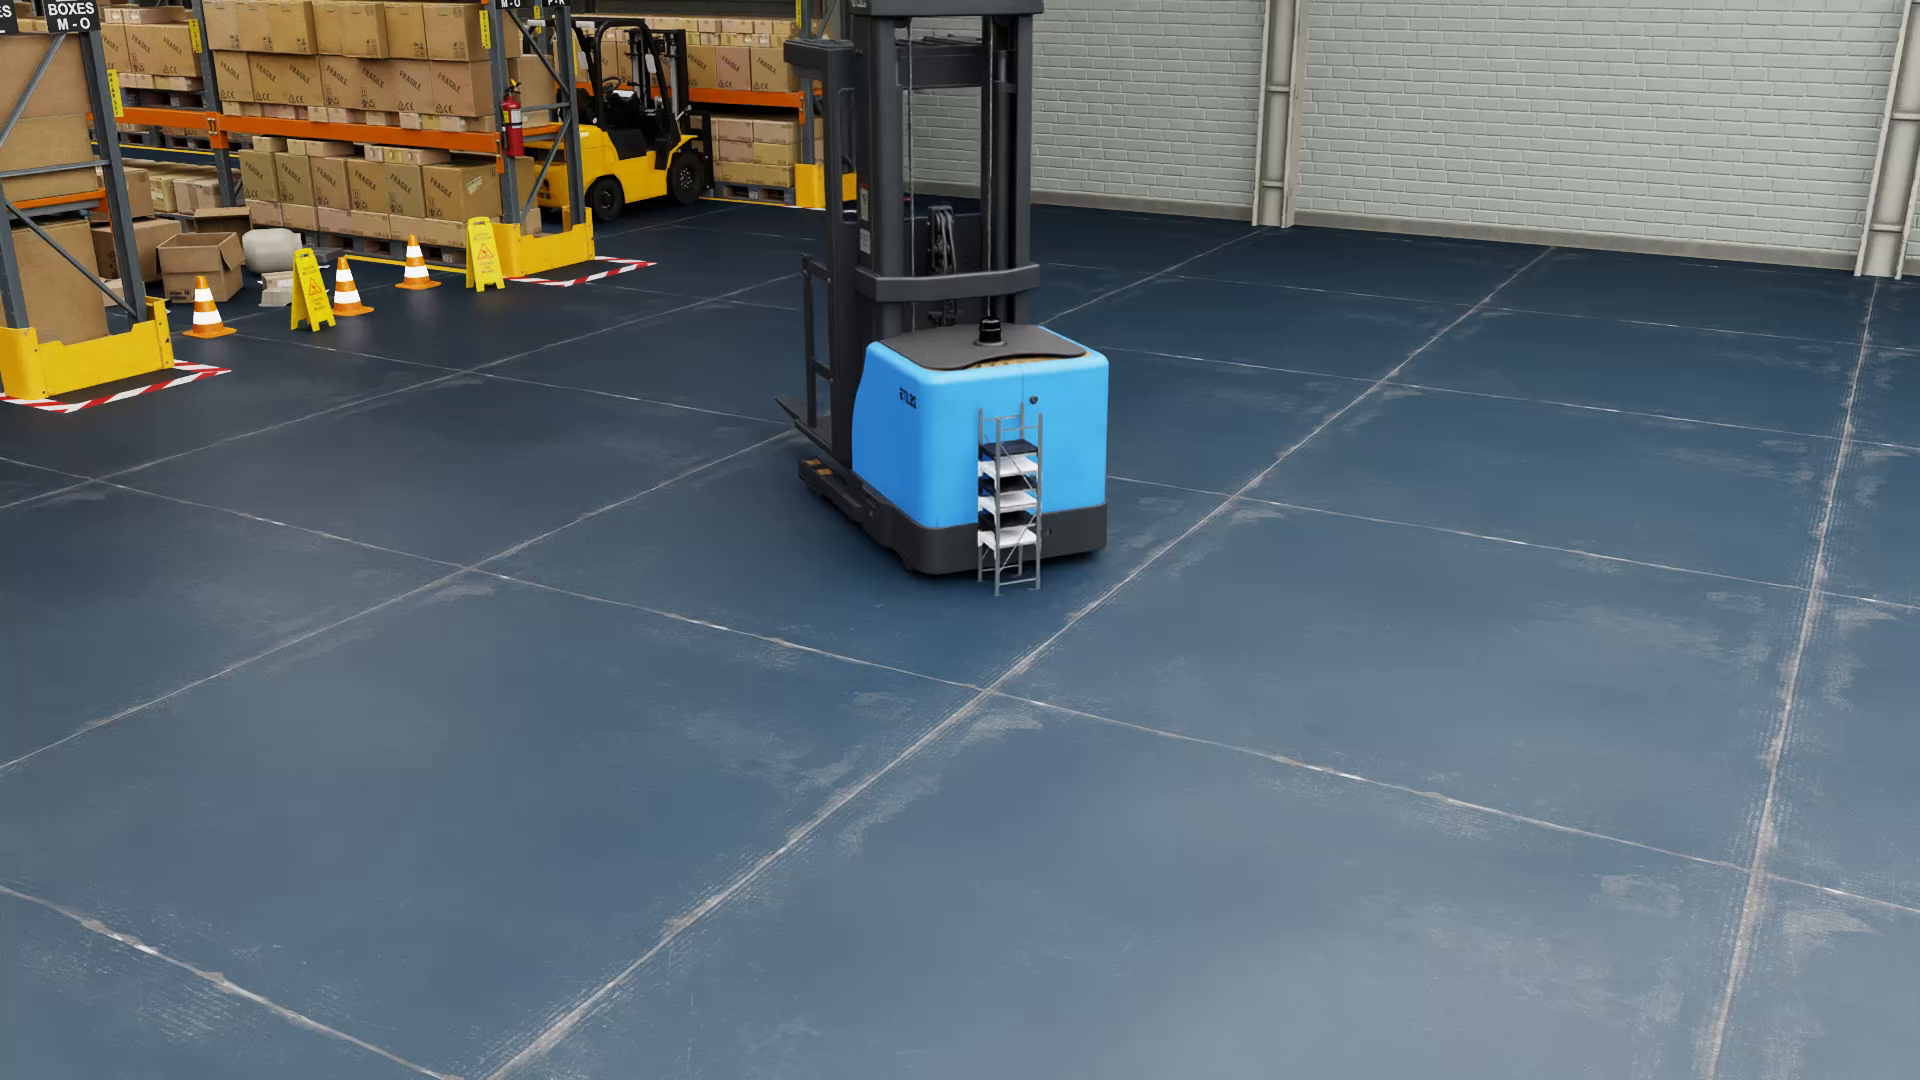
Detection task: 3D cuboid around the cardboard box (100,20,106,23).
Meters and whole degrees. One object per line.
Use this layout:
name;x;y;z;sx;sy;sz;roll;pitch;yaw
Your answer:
cardboard box;-9.336;-5.383;18.106;0.500;0.500;0.500;10;22;25

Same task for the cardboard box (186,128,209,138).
cardboard box;-11.267;-6.331;24.970;0.500;0.500;0.500;10;22;27

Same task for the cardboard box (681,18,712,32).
cardboard box;-3.151;-6.217;20.072;0.250;0.149;0.380;11;23;28

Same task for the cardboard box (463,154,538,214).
cardboard box;-4.581;-3.546;16.558;0.500;0.500;0.500;10;22;26

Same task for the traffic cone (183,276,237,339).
traffic cone;-6.087;-1.896;13.414;0.334;0.463;0.336;11;23;27

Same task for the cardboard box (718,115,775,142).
cardboard box;-2.576;-4.988;20.168;0.500;0.250;0.500;11;23;28

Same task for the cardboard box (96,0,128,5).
cardboard box;-13.219;-8.291;26.006;0.500;0.500;0.500;10;22;26

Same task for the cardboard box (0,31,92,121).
cardboard box;-6.621;-3.229;11.565;0.550;0.550;0.875;11;23;27

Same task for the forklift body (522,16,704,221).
forklift body;-4.118;-4.920;19.273;1.214;2.155;2.313;11;23;27

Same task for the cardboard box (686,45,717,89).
cardboard box;-3.027;-5.771;20.230;0.500;0.500;0.500;10;22;26

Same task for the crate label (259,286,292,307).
crate label;-5.956;-2.135;14.550;0.298;0.136;0.250;0;20;-1

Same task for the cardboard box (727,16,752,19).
cardboard box;-2.662;-6.333;20.390;0.250;0.149;0.380;12;23;29

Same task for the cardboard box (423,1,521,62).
cardboard box;-4.543;-4.745;15.498;0.500;0.500;0.700;10;22;26

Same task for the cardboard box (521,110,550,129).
cardboard box;-4.186;-4.068;16.050;0.250;0.149;0.380;11;23;28

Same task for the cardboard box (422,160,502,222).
cardboard box;-4.817;-3.381;16.104;0.500;0.500;0.500;11;23;28

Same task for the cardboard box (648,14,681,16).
cardboard box;-3.737;-6.574;21.055;0.250;0.149;0.380;10;22;26

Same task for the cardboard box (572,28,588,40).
cardboard box;-4.688;-6.390;20.983;0.250;0.149;0.380;11;23;29

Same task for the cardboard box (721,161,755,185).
cardboard box;-2.567;-4.521;20.346;0.500;0.250;0.500;11;23;27

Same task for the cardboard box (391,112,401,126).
cardboard box;-5.304;-4.125;16.206;0.250;0.149;0.380;11;23;28

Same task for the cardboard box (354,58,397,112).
cardboard box;-5.469;-4.432;16.102;0.500;0.500;0.500;11;23;27

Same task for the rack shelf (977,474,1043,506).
rack shelf;0.241;-0.247;8.060;0.258;0.077;0.200;-8;22;-22

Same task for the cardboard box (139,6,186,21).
cardboard box;-8.719;-5.756;18.184;0.250;0.149;0.380;12;23;30

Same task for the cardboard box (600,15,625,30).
cardboard box;-4.257;-6.432;20.665;0.250;0.149;0.380;11;23;28

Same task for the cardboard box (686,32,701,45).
cardboard box;-3.144;-6.079;20.126;0.250;0.149;0.380;11;23;28

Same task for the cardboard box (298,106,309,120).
cardboard box;-6.424;-4.319;16.742;0.250;0.149;0.380;11;23;27

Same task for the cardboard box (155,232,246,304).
cardboard box;-6.758;-2.433;14.834;0.637;0.503;0.797;-4;20;-10

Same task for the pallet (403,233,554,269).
pallet;-4.749;-2.915;16.593;1.213;0.211;1.003;11;23;27

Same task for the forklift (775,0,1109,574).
forklift;-0.292;-1.674;9.181;1.130;2.935;3.031;-8;22;-22

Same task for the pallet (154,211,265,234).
pallet;-8.163;-3.551;18.346;1.213;0.211;1.003;11;23;27

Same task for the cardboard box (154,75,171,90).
cardboard box;-8.288;-4.865;17.631;0.250;0.149;0.380;10;22;26

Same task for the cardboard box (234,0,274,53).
cardboard box;-6.769;-5.161;16.645;0.500;0.500;0.700;11;23;28

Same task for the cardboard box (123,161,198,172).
cardboard box;-9.179;-4.016;18.774;0.625;0.372;0.950;12;23;29

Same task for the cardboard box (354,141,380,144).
cardboard box;-8.019;-5.850;23.460;0.625;0.625;0.875;12;23;29

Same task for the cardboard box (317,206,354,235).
cardboard box;-6.163;-3.287;16.944;0.500;0.250;0.500;10;22;27

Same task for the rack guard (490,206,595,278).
rack guard;-4.057;-2.906;16.142;0.348;0.500;1.175;11;23;27

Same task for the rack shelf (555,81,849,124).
rack shelf;-3.319;-5.541;20.796;4.000;0.370;1.077;11;23;27

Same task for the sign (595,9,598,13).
sign;-4.796;-6.821;21.885;0.005;0.325;0.100;11;23;27

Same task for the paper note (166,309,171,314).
paper note;-6.821;-1.940;14.172;0.144;0.017;0.142;-16;26;-38

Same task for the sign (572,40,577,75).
sign;-3.726;-4.637;15.979;0.005;0.325;0.100;11;23;27

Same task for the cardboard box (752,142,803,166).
cardboard box;-2.150;-4.674;20.035;0.500;0.250;0.500;10;22;27

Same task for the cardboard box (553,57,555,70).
cardboard box;-5.632;-6.147;21.632;0.500;0.250;0.500;11;23;29

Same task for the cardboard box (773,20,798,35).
cardboard box;-1.988;-6.035;19.569;0.250;0.149;0.380;11;23;27

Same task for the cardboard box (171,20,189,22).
cardboard box;-8.614;-5.450;18.293;0.500;0.500;0.500;11;22;27

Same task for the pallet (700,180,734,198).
pallet;-3.322;-4.554;21.108;1.213;0.211;1.003;11;23;27

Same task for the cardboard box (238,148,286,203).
cardboard box;-7.099;-3.812;17.292;0.500;0.500;0.500;12;23;30

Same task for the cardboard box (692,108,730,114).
cardboard box;-3.214;-5.313;21.064;0.500;0.250;0.500;10;22;26

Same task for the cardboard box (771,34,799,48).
cardboard box;-2.012;-5.873;19.558;0.250;0.149;0.380;11;23;28

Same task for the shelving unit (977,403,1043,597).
shelving unit;0.241;-0.194;8.079;0.258;0.900;0.210;-8;22;-22

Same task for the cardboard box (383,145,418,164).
cardboard box;-5.388;-3.770;16.224;0.250;0.149;0.380;11;23;28

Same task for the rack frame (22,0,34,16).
rack frame;-15.541;-8.207;27.092;0.127;3.000;1.000;11;23;27
